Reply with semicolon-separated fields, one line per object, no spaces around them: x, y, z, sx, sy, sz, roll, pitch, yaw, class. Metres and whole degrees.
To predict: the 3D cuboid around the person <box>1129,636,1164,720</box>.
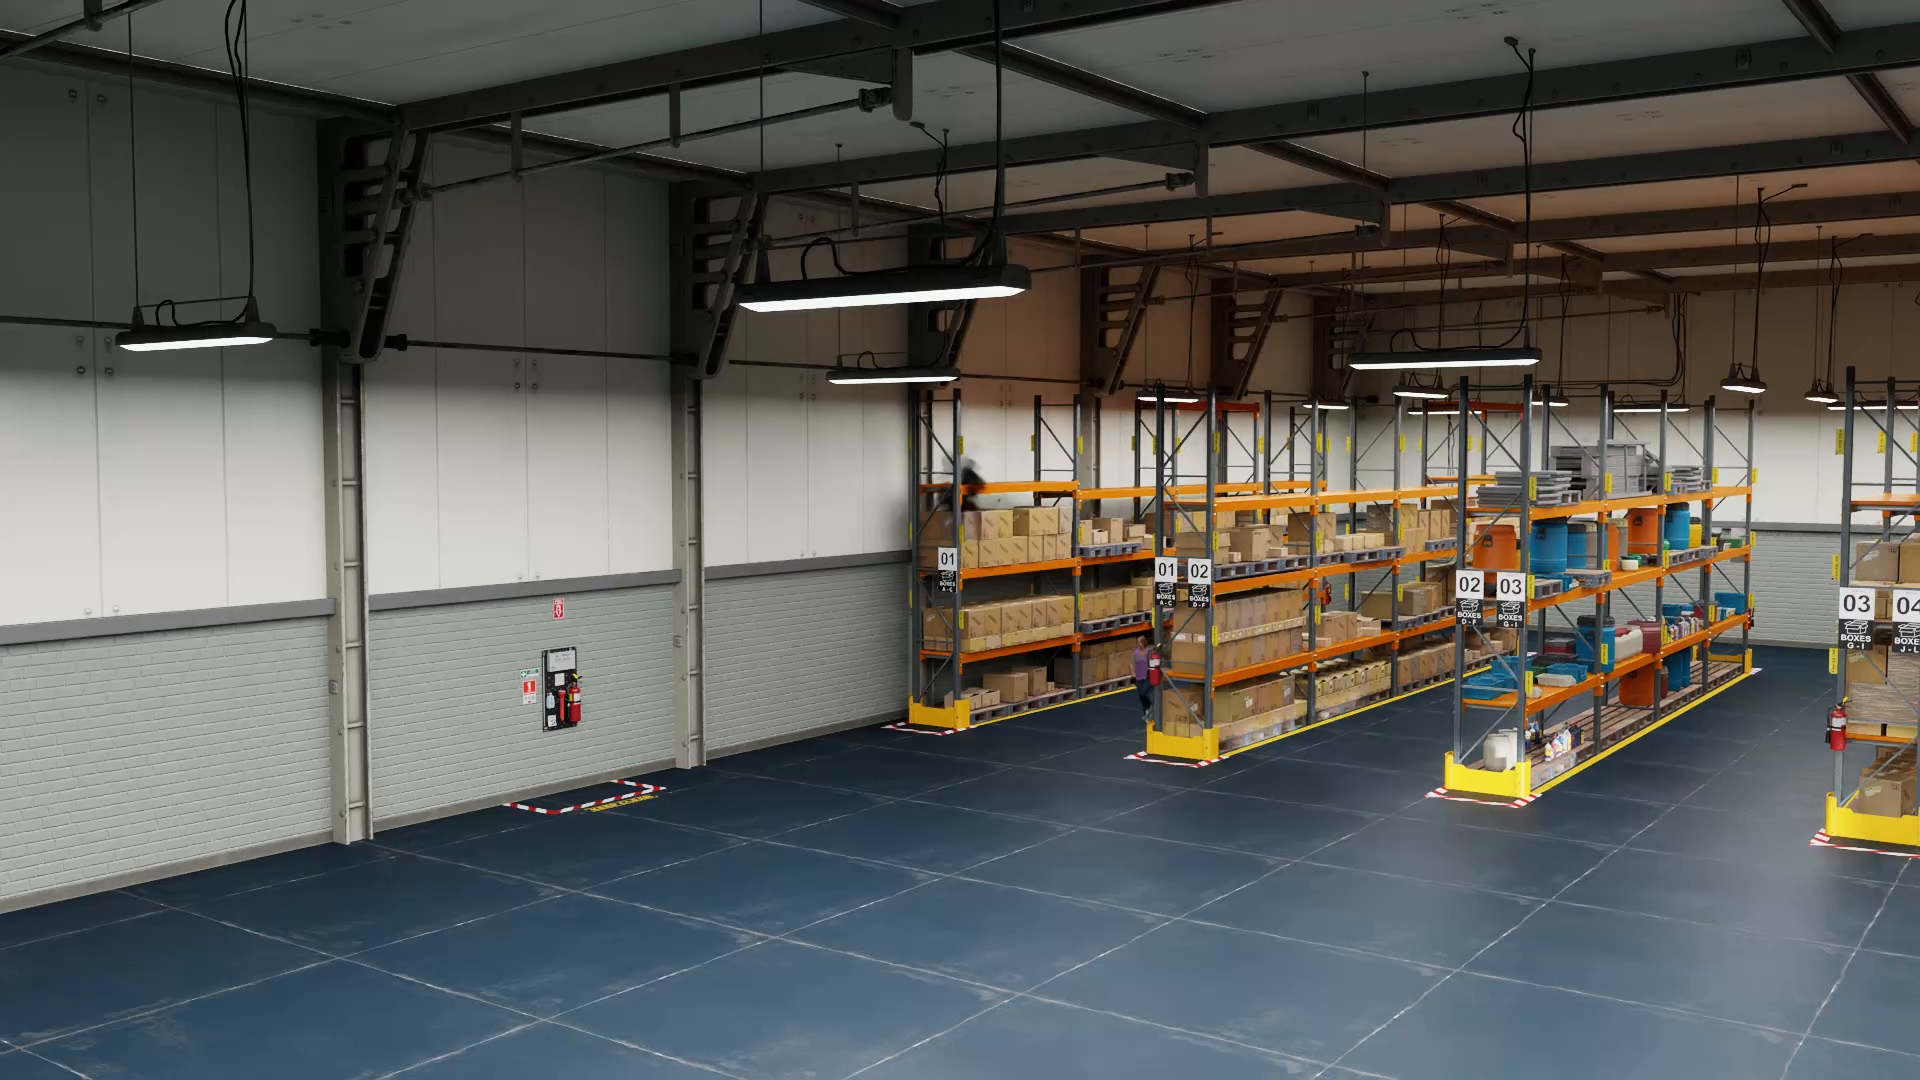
3.330;2.506;29.930;0.560;1.555;0.745;2;4;34;person
